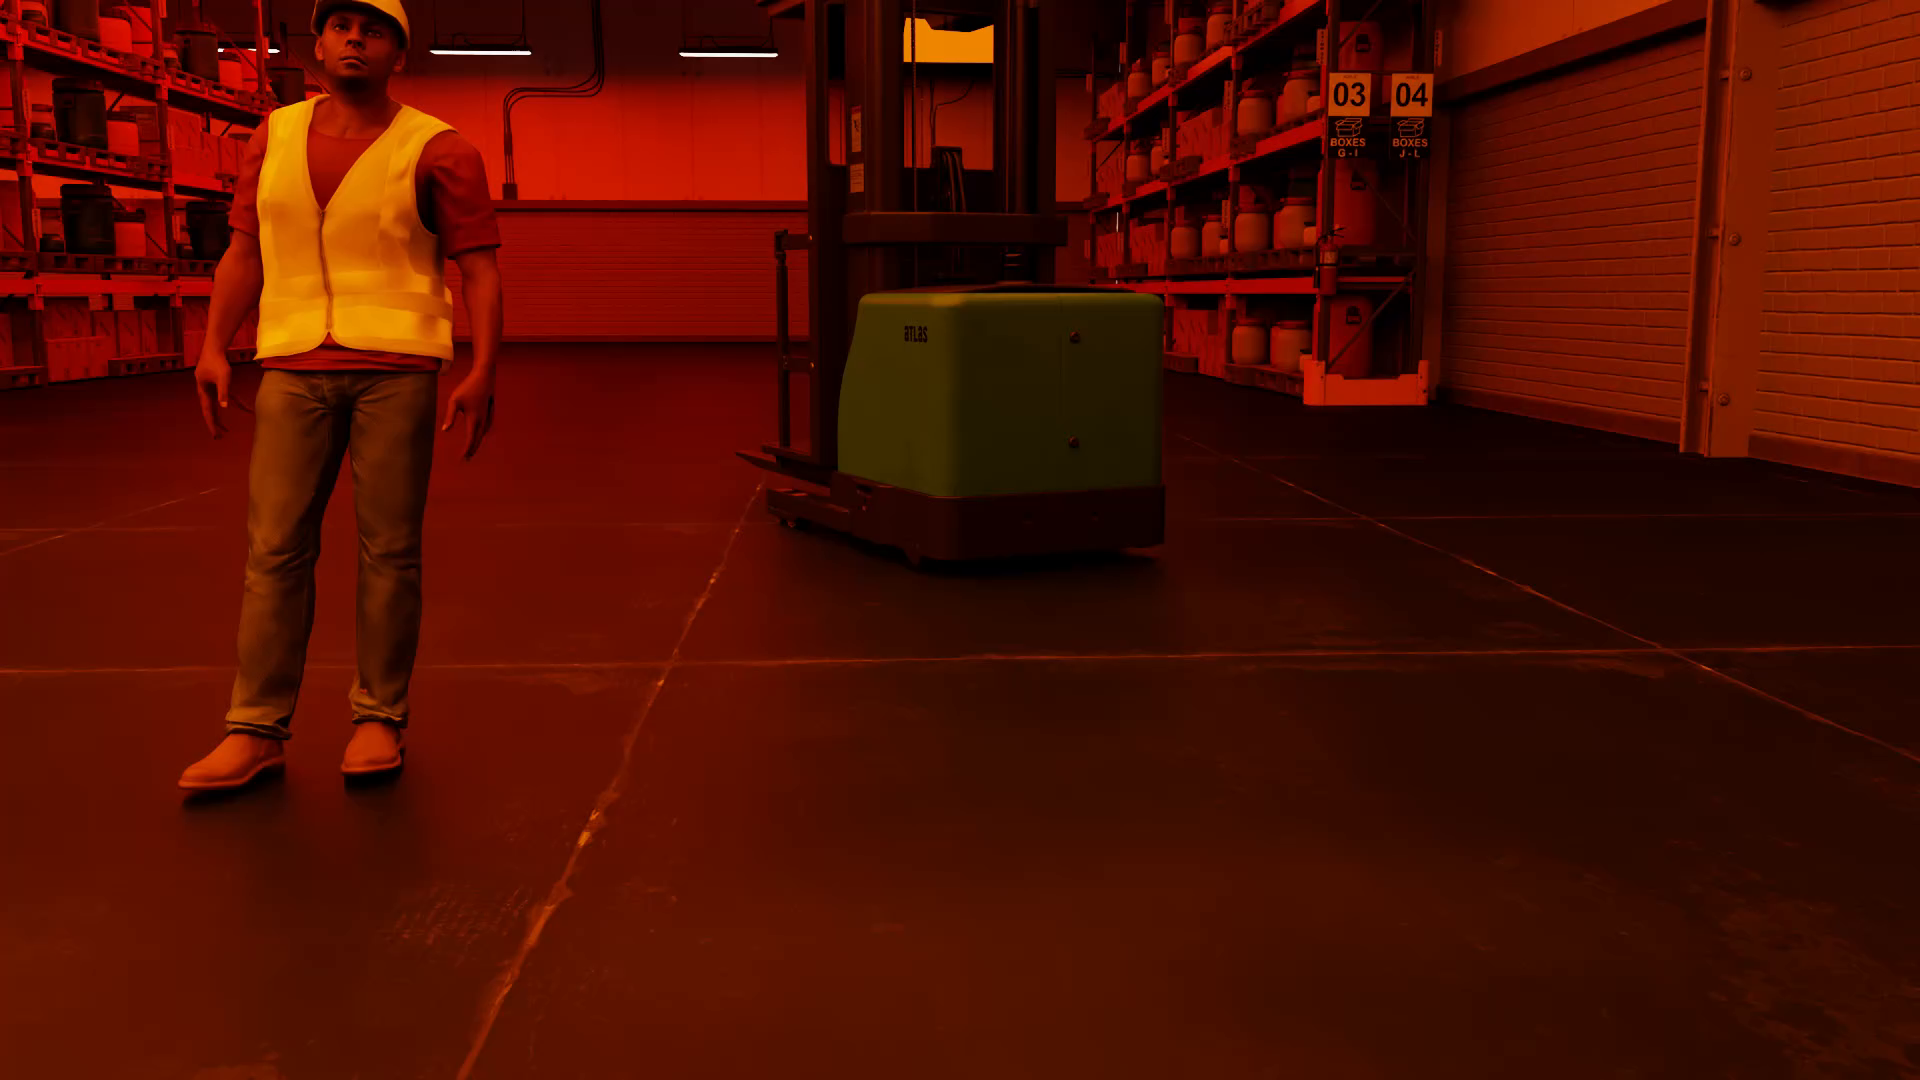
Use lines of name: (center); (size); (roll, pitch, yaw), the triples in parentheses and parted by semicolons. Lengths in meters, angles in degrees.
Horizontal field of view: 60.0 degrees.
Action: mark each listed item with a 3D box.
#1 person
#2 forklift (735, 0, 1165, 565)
person: (-1.366, -0.360, 3.673); (0.666, 1.766, 0.577); (0, 8, 0)
forklift: (-0.264, -1.530, 7.637); (1.130, 2.935, 3.031); (-4, 9, -25)
